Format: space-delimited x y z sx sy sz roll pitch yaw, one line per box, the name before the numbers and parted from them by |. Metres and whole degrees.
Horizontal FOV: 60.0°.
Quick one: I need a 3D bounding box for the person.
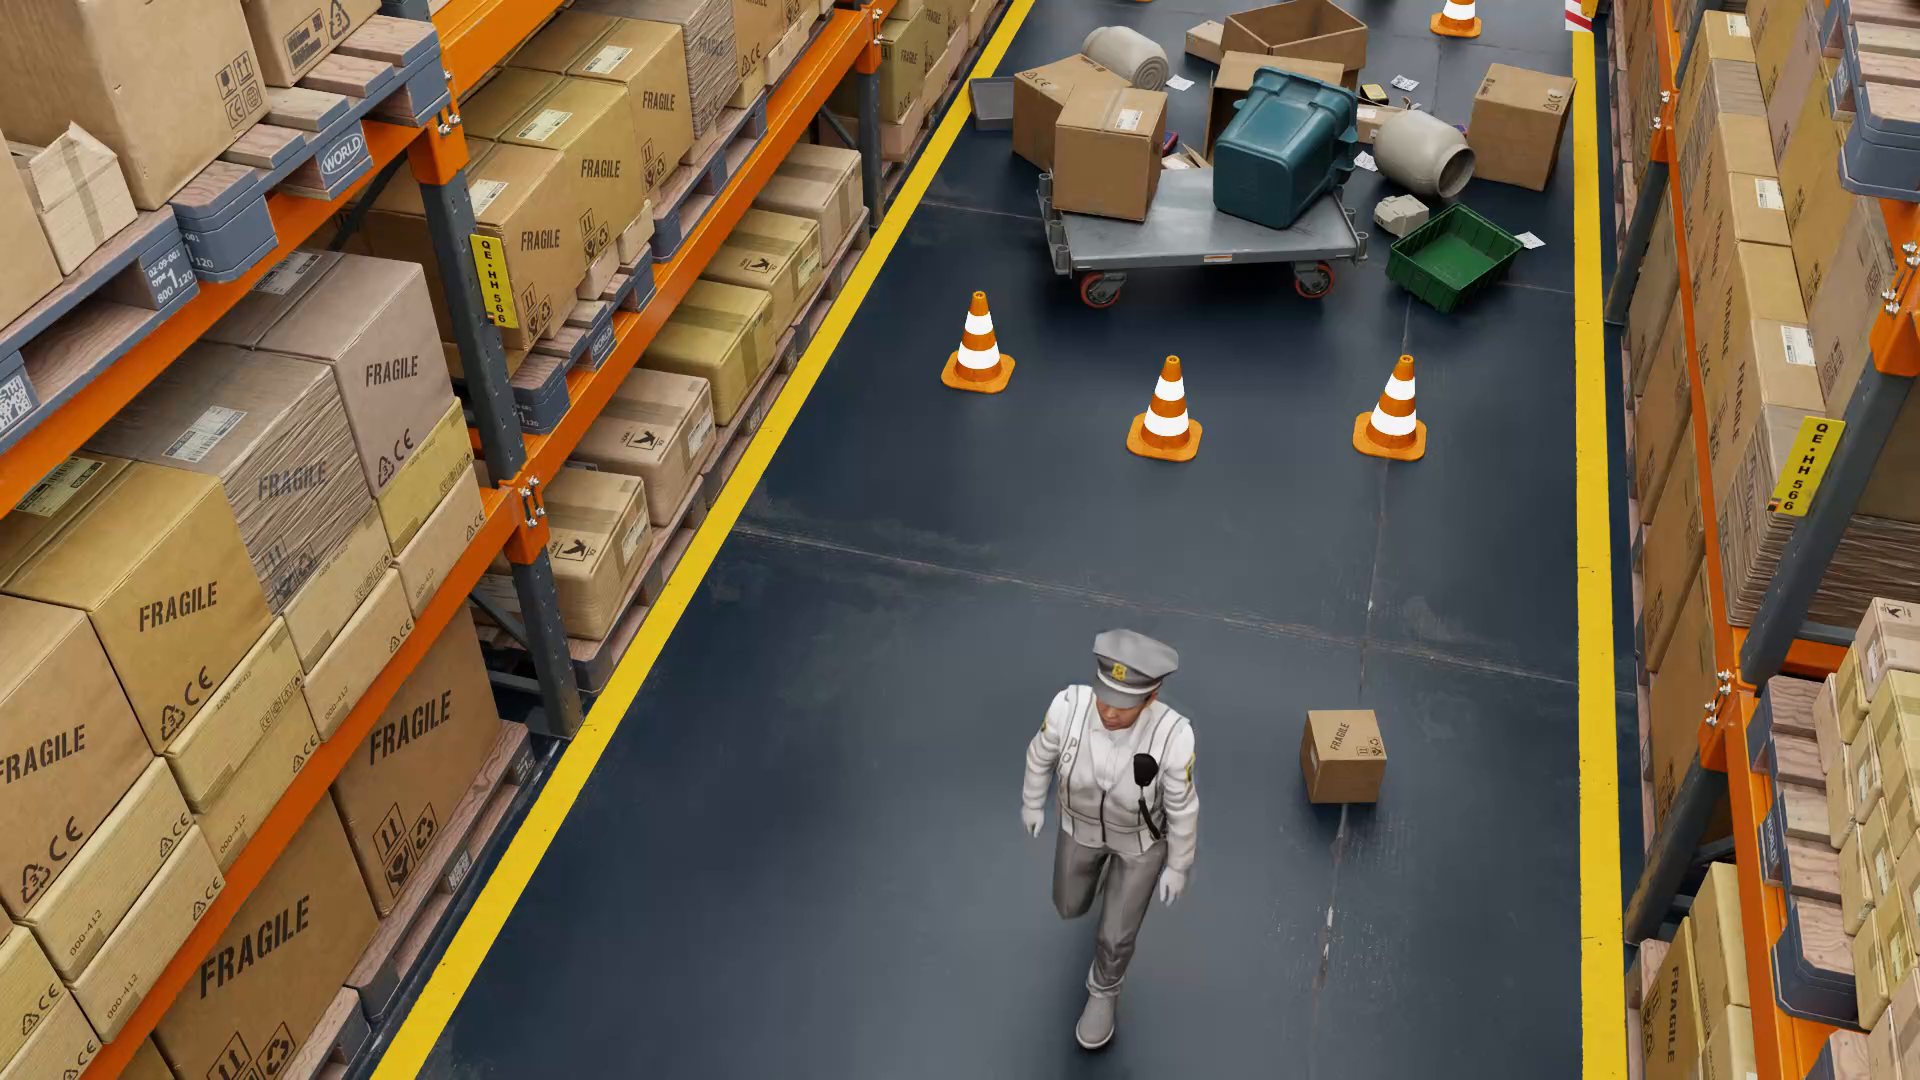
person | 0.477 0.834 5.176 0.566 1.651 0.688 13 43 15
